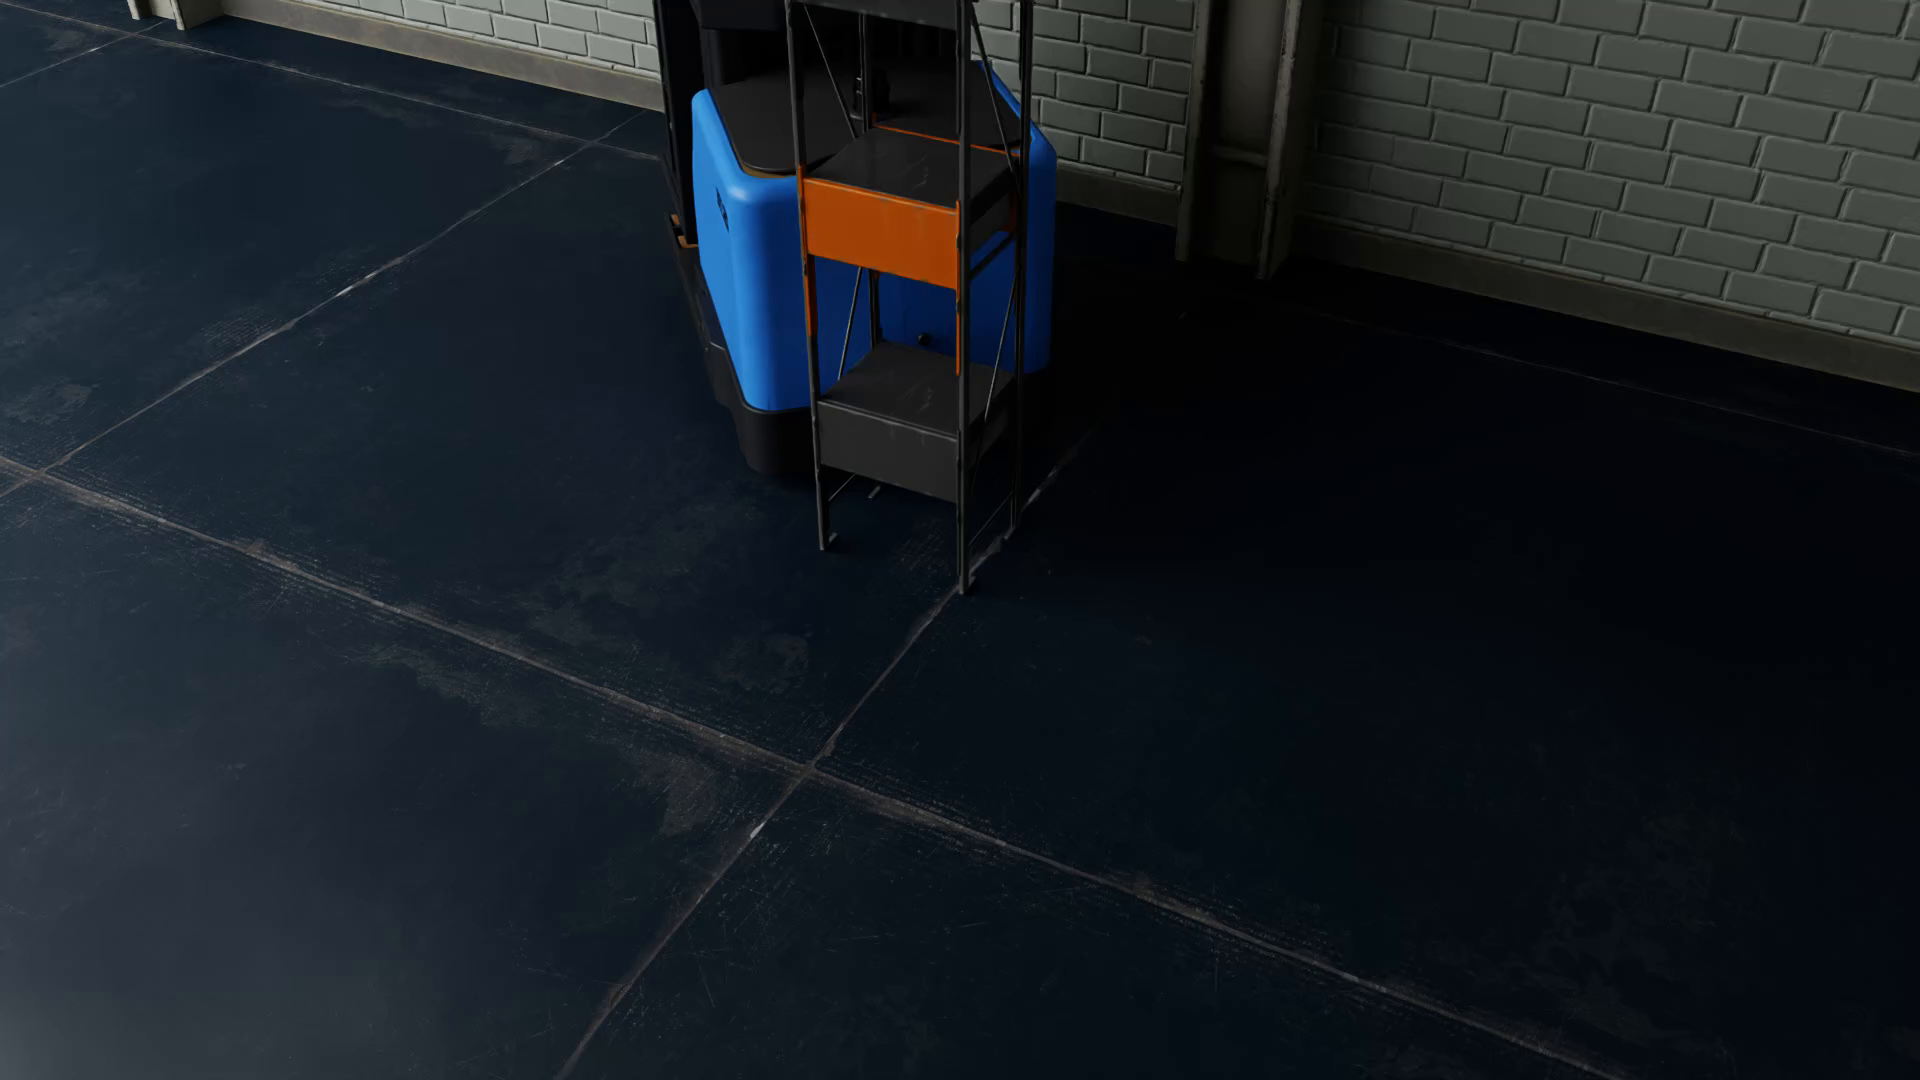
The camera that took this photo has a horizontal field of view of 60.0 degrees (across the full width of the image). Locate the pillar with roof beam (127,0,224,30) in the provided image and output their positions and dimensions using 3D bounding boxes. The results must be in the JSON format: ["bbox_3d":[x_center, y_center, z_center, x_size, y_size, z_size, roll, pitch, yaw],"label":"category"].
[{"bbox_3d":[-6.191,-4.110,3.222,0.400,9.000,9.100,17,41,21],"label":"pillar with roof beam"}]

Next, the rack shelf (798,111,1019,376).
[{"bbox_3d":[-0.124,-0.832,4.632,0.480,0.518,0.431,17,40,21],"label":"rack shelf"}]

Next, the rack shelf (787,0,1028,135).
[{"bbox_3d":[-0.124,-1.389,4.209,0.480,0.518,0.431,17,40,21],"label":"rack shelf"}]

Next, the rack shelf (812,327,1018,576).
[{"bbox_3d":[-0.124,-0.274,5.055,0.480,0.518,0.431,17,40,21],"label":"rack shelf"}]

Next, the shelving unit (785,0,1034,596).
[{"bbox_3d":[-0.124,-0.843,4.624,0.503,2.100,0.431,17,40,21],"label":"shelving unit"}]

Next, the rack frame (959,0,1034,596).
[{"bbox_3d":[0.094,-0.777,4.537,0.015,2.100,0.400,17,40,21],"label":"rack frame"}]

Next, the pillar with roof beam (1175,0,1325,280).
[{"bbox_3d":[-0.863,-2.442,1.024,0.400,9.000,9.100,17,41,21],"label":"pillar with roof beam"}]

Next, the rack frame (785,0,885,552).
[{"bbox_3d":[-0.342,-0.909,4.711,0.015,2.100,0.400,17,40,21],"label":"rack frame"}]

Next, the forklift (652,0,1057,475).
[{"bbox_3d":[-0.574,-2.271,5.818,1.130,2.935,3.031,-10,38,-12],"label":"forklift"}]
